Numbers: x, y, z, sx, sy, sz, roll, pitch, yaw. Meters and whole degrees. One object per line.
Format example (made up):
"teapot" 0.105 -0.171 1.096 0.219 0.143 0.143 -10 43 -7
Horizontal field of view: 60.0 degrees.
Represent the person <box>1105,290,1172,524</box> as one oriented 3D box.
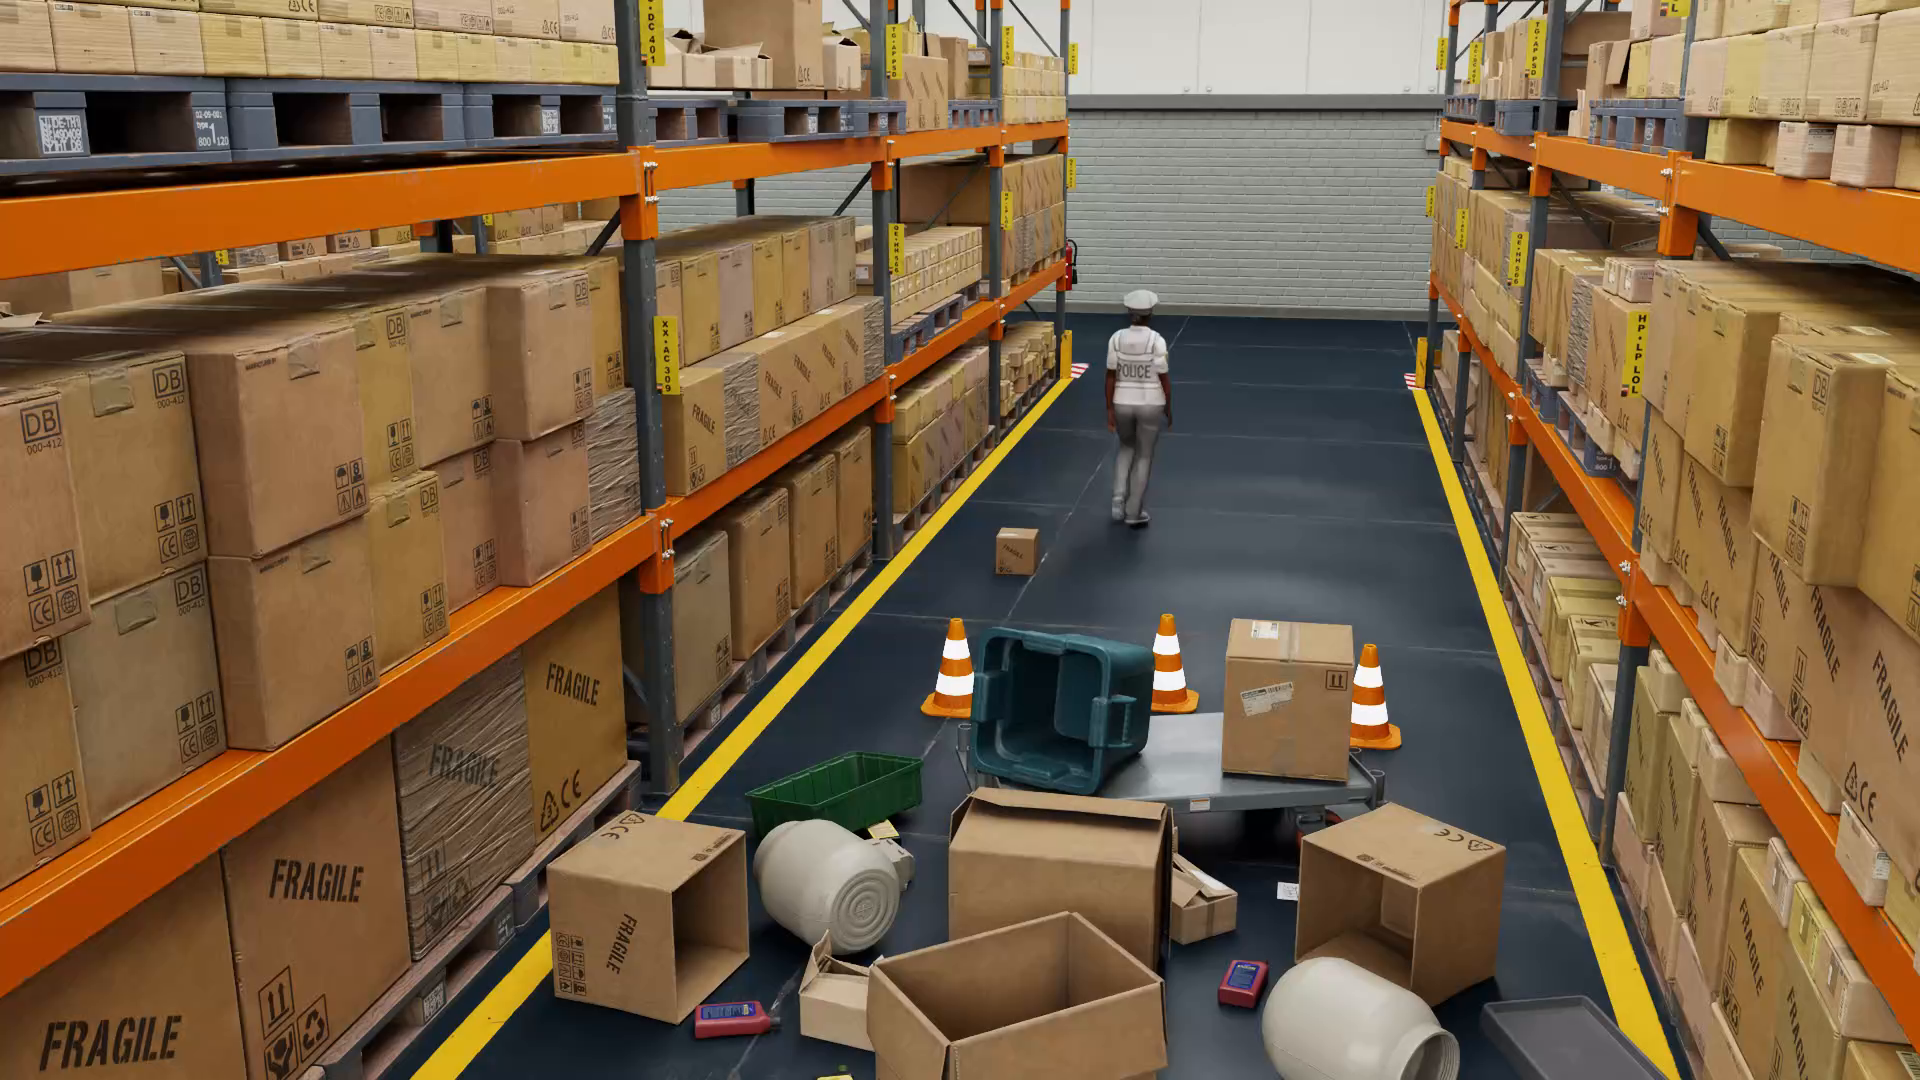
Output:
"person" 1.303 -0.941 12.016 0.456 1.726 0.467 7 16 26
